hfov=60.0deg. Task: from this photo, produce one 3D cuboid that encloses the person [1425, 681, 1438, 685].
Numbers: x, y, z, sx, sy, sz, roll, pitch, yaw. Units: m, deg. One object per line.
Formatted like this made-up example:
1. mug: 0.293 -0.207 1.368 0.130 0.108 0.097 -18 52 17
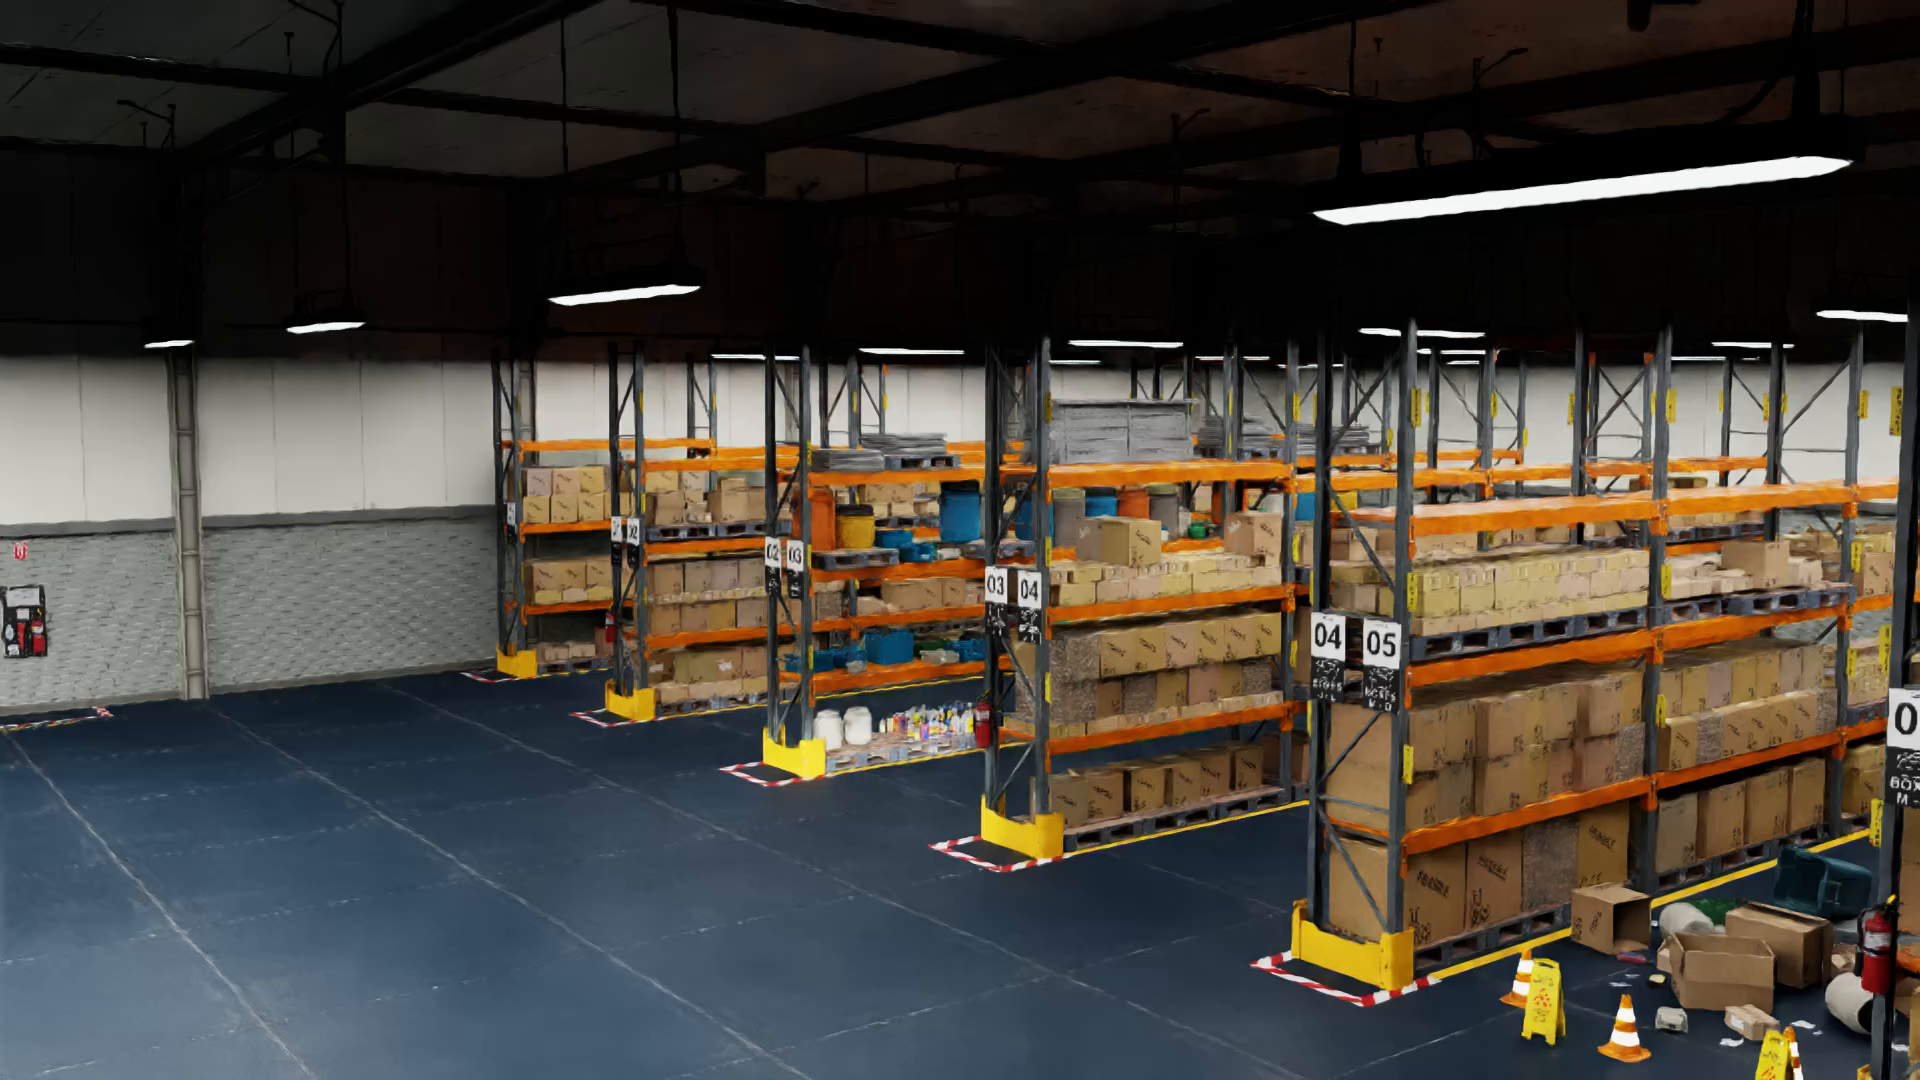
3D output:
1. person: 5.943 2.462 20.805 0.450 1.731 0.576 2 5 21
